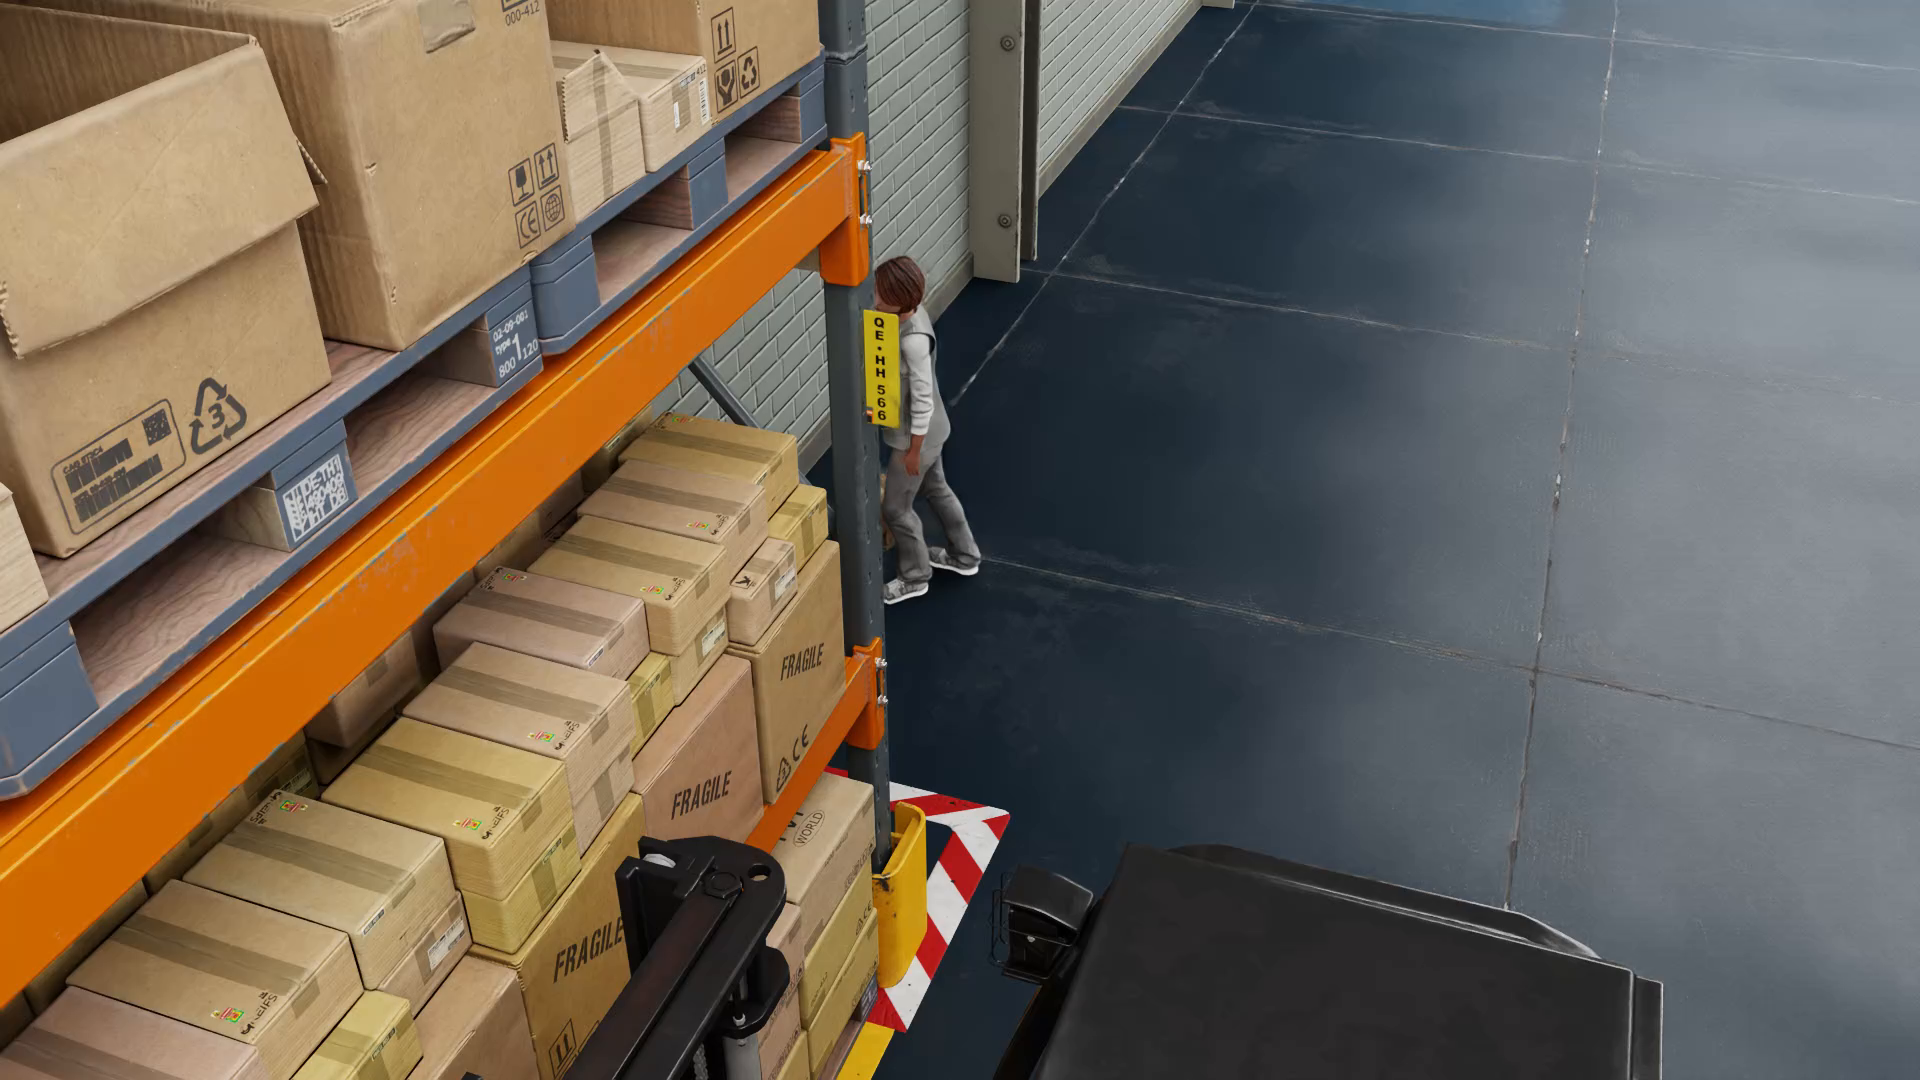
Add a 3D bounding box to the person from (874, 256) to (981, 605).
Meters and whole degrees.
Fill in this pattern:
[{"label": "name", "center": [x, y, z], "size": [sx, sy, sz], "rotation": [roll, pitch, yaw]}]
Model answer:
[{"label": "person", "center": [-0.153, -0.443, 6.817], "size": [0.506, 1.587, 0.452], "rotation": [-4, 34, -7]}]
